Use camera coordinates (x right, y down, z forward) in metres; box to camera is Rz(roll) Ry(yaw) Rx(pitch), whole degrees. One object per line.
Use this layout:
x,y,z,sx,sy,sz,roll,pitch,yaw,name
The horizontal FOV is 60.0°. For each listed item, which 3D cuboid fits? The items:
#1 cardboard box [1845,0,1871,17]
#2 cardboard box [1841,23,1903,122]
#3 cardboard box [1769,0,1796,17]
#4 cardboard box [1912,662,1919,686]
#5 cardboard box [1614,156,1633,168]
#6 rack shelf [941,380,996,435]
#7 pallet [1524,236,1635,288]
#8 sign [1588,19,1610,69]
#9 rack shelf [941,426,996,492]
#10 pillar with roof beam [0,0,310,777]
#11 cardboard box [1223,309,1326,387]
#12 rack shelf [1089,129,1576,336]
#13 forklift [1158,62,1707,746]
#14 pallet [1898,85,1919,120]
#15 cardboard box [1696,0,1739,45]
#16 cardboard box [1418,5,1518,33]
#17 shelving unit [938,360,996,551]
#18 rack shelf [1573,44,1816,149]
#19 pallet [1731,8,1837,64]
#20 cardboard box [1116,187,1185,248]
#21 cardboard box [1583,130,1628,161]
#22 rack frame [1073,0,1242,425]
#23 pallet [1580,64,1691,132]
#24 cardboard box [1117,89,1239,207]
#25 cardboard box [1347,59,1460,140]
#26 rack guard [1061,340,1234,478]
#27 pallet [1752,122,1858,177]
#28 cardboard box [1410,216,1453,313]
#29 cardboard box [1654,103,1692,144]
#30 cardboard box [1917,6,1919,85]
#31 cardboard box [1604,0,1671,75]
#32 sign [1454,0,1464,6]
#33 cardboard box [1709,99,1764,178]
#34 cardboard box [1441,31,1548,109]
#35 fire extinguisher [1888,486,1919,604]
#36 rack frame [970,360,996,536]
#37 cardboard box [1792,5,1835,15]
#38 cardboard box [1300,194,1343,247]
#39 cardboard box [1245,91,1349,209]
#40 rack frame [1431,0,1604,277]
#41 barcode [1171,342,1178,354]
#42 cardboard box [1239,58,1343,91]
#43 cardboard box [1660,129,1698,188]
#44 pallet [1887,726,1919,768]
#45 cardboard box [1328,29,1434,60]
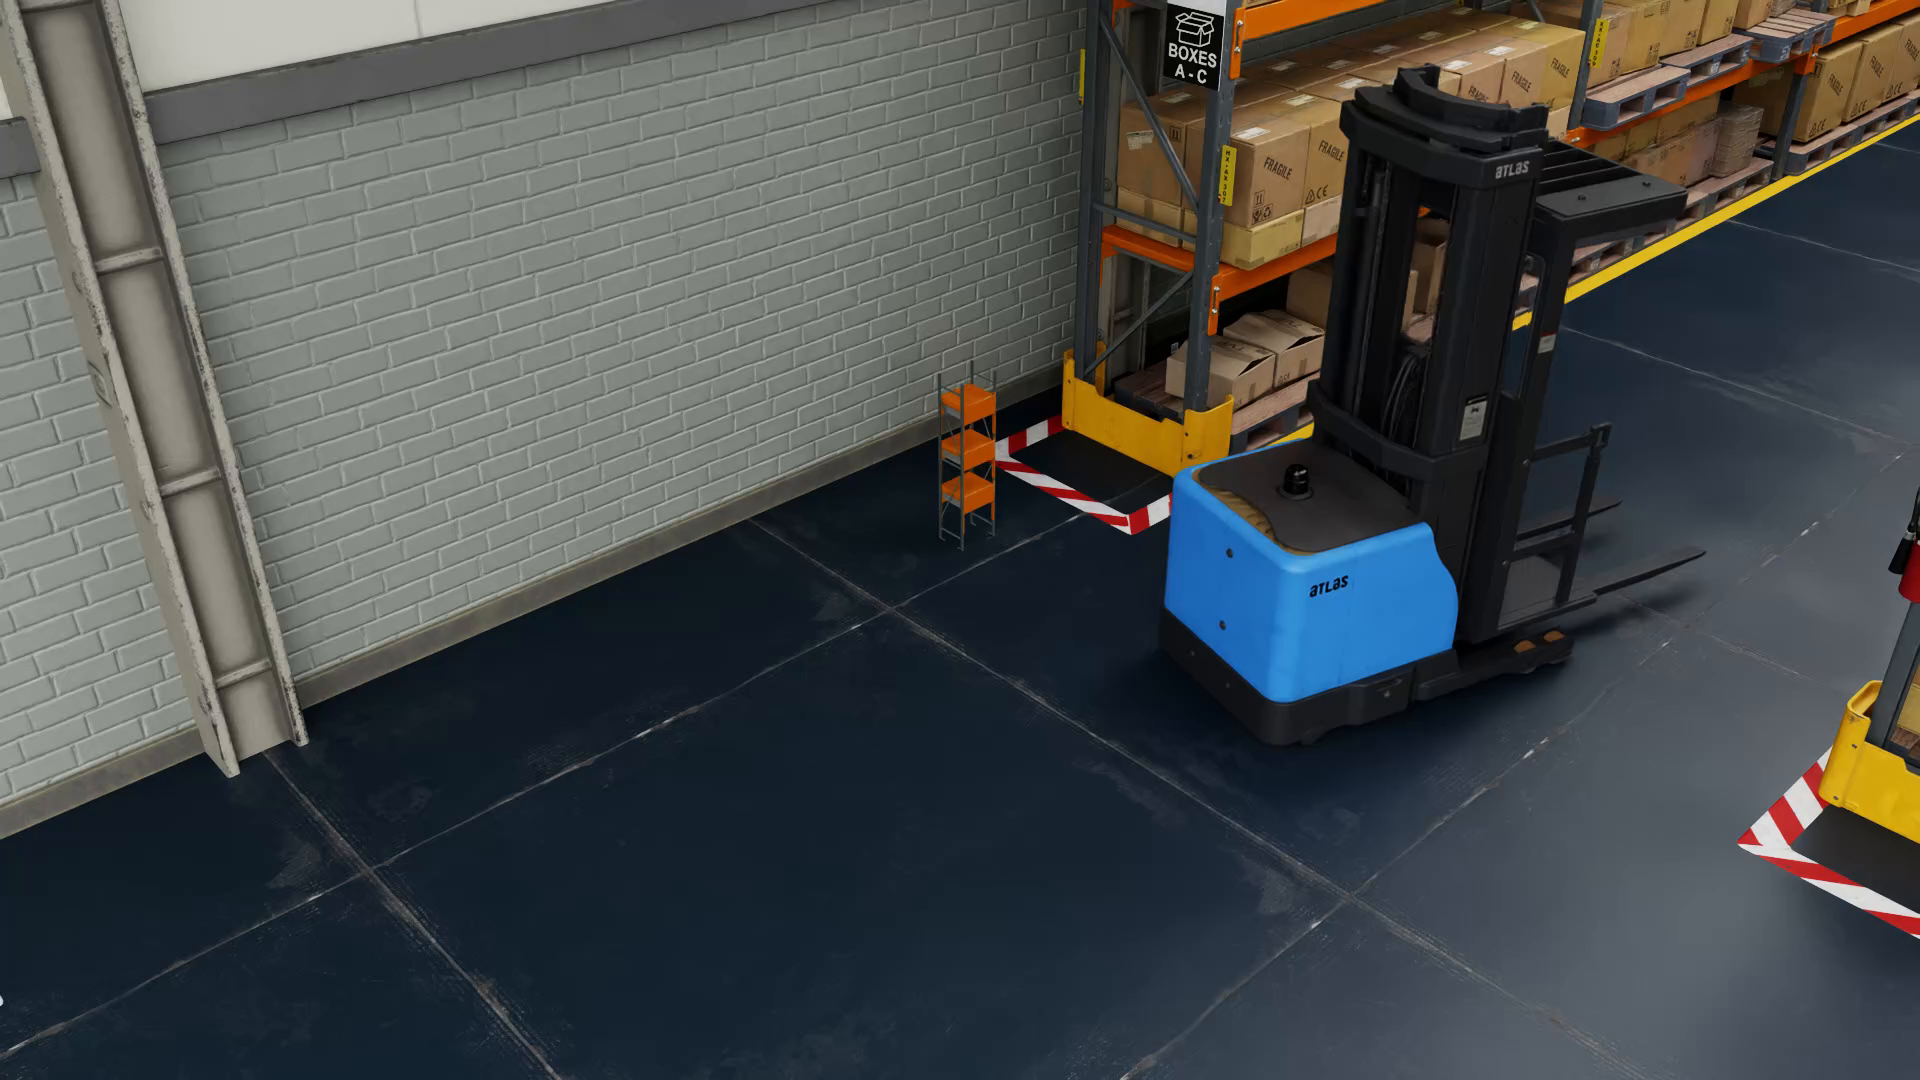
7.808,-4.761,14.717,0.250,0.149,0.380,-24,39,-34,cardboard box
8.241,-4.464,15.668,0.750,0.750,0.750,-26,40,-36,cardboard box
6.628,-4.743,13.949,0.700,0.500,0.500,24,39,34,cardboard box
4.662,0.418,7.540,0.500,0.500,0.500,-26,40,-35,cardboard box
4.906,-2.856,13.354,0.500,0.500,0.700,-27,40,-36,cardboard box
0.039,-0.700,9.199,0.240,0.259,0.215,-26,40,-35,rack shelf
4.603,-2.352,13.228,1.213,0.211,1.003,-26,40,-35,pallet
4.408,-3.429,11.487,0.005,0.325,0.100,-26,40,-35,sign
0.039,-0.458,9.347,0.240,0.259,0.215,-26,40,-35,rack shelf
-0.447,-1.209,2.936,0.400,9.000,9.100,-26,40,-35,pillar with roof beam
2.087,-1.300,10.990,0.500,0.311,0.500,-22,38,-32,cardboard box
2.567,-2.248,11.076,4.000,0.370,1.077,-26,40,-35,rack shelf
2.573,-0.800,8.083,3.031,2.935,1.130,-15,34,-23,forklift
9.385,-4.610,16.921,1.213,0.211,1.003,-26,40,-35,pallet
5.730,-4.293,13.212,0.500,0.500,0.700,-26,40,-35,cardboard box
3.546,-3.442,11.744,0.500,0.500,0.500,-27,40,-36,cardboard box
0.039,-0.467,9.342,0.252,1.050,0.215,-26,40,-35,shelving unit
5.500,-3.667,13.396,4.000,0.370,1.077,-26,40,-35,rack shelf
6.516,-4.308,13.938,1.003,0.211,1.213,-26,40,-35,pallet
1.311,-2.030,10.154,0.500,0.250,0.500,-25,39,-35,cardboard box
4.882,-3.131,13.085,0.500,0.250,0.500,-27,40,-36,cardboard box
1.100,-1.846,9.728,0.127,3.000,1.000,-26,40,-35,rack frame
4.692,-3.398,12.450,1.213,0.211,1.003,-26,40,-35,pallet
1.301,-2.359,9.972,0.500,0.500,0.500,-26,40,-36,cardboard box
2.777,-2.705,10.538,0.500,0.500,0.500,-24,39,-34,cardboard box
1.156,-0.806,10.424,0.348,0.500,1.175,-26,40,-35,rack guard
7.596,-3.745,15.506,1.213,0.211,1.003,-26,40,-35,pallet
3.299,-2.003,11.958,0.500,0.500,0.500,26,40,35,cardboard box
5.639,-3.487,13.667,0.500,0.250,0.500,-26,40,-36,cardboard box
9.511,-5.084,16.682,0.750,0.750,0.750,-25,40,-35,cardboard box
4.844,-3.858,12.501,0.500,0.500,0.700,-21,37,-31,cardboard box
3.653,-3.970,12.091,0.005,0.325,0.100,-26,40,-35,sign
6.474,-3.529,14.455,0.500,0.500,0.700,-25,39,-35,cardboard box
3.535,-3.064,11.126,0.500,0.500,0.500,-26,40,-36,cardboard box
4.068,-0.055,6.873,0.183,0.674,0.296,-26,40,-35,fire extinguisher
0.129,-0.510,9.412,0.008,1.050,0.200,-26,40,-35,rack frame
7.365,-4.613,14.475,0.250,0.149,0.380,-26,40,-36,cardboard box
2.045,-2.032,10.156,0.500,0.250,0.500,-27,41,-37,cardboard box
2.024,-2.336,9.935,0.500,0.500,0.500,-26,40,-35,cardboard box
4.033,-3.265,12.048,0.127,3.000,1.000,-26,40,-35,rack frame
1.410,-1.261,10.918,0.075,0.075,0.001,-26,40,-35,barcode
2.053,-2.719,10.561,0.500,0.500,0.500,-27,41,-37,cardboard box
5.672,-3.204,13.923,0.500,0.500,0.700,-26,40,-36,cardboard box
5.003,0.950,7.828,1.213,0.211,1.003,-26,40,-35,pallet
2.795,-3.086,11.161,0.500,0.500,0.500,-25,39,-34,cardboard box
